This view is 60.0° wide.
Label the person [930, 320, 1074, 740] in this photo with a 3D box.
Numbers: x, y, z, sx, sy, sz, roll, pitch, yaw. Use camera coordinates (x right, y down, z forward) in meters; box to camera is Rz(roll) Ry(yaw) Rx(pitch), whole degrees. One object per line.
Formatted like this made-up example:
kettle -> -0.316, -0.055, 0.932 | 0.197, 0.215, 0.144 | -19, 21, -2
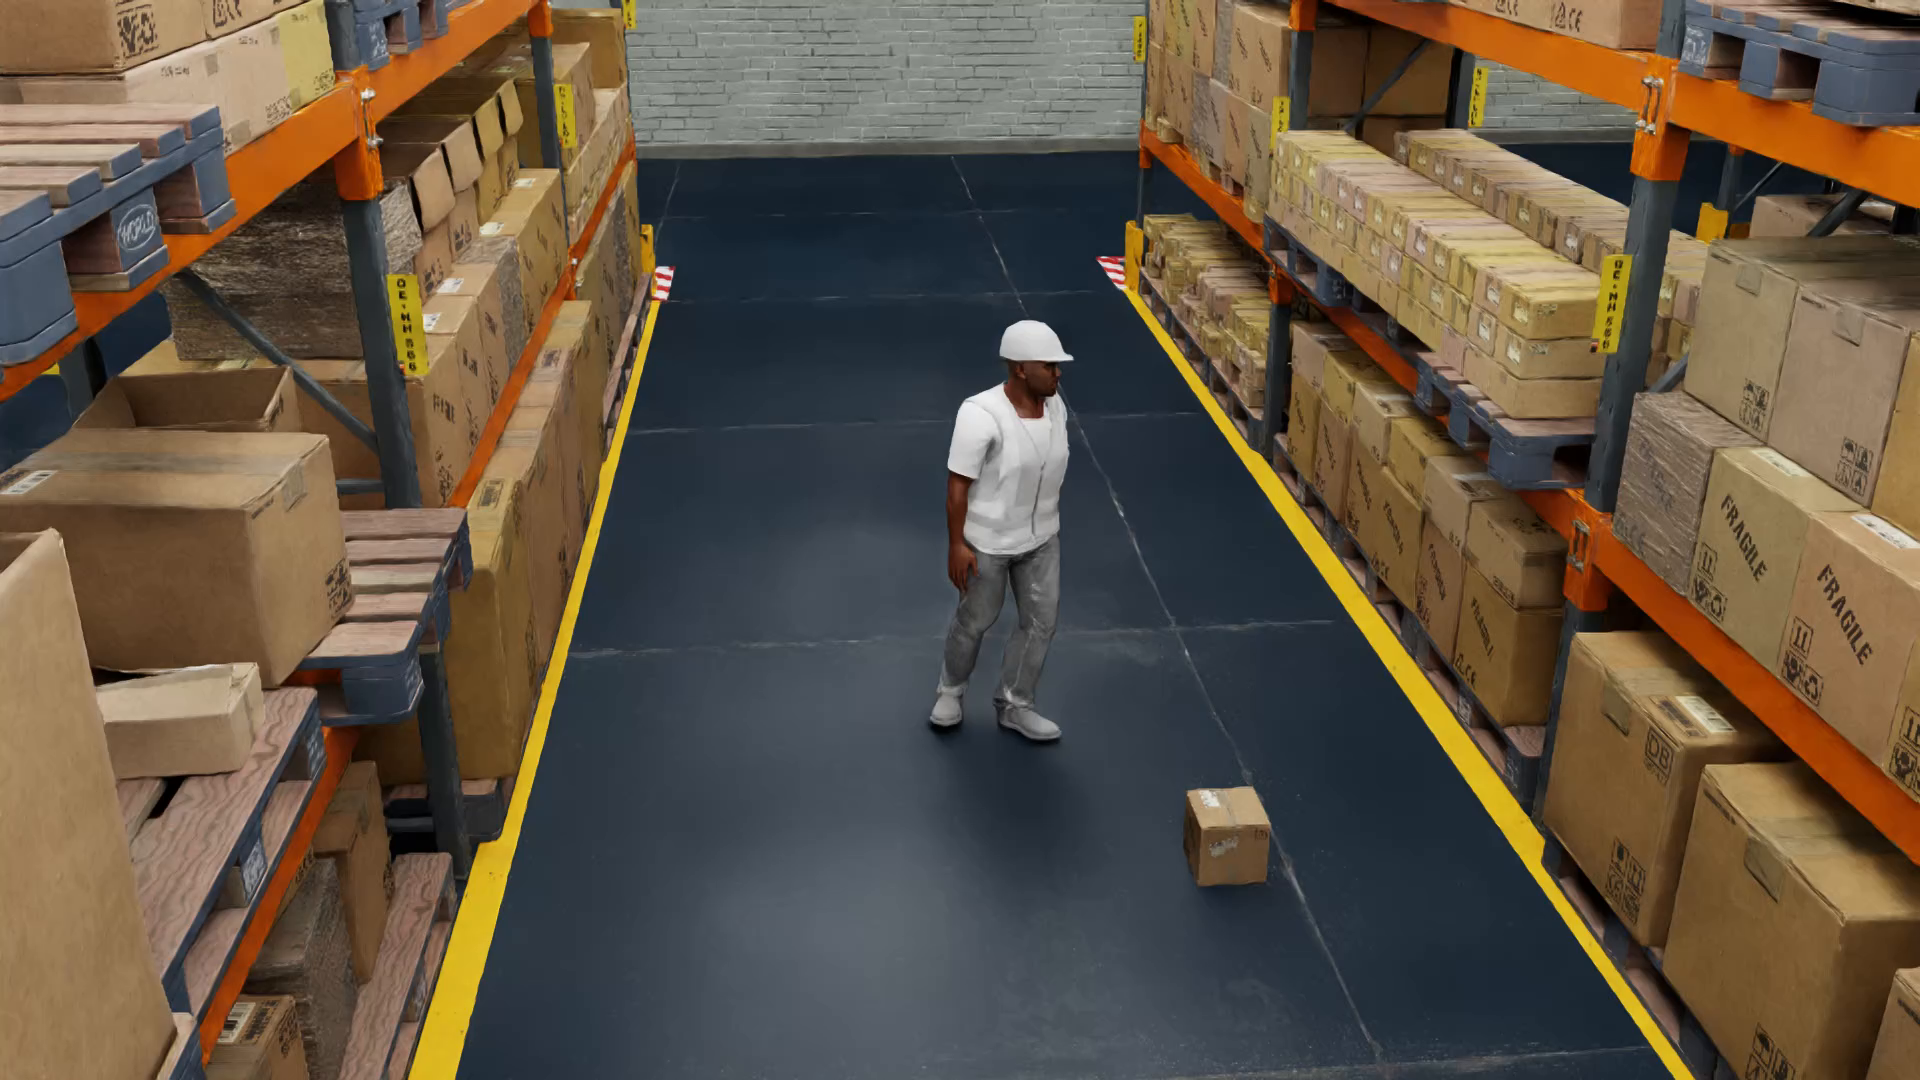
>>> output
person -> 0.170, -0.036, 6.660 | 0.605, 1.754, 0.559 | -17, 29, -34
